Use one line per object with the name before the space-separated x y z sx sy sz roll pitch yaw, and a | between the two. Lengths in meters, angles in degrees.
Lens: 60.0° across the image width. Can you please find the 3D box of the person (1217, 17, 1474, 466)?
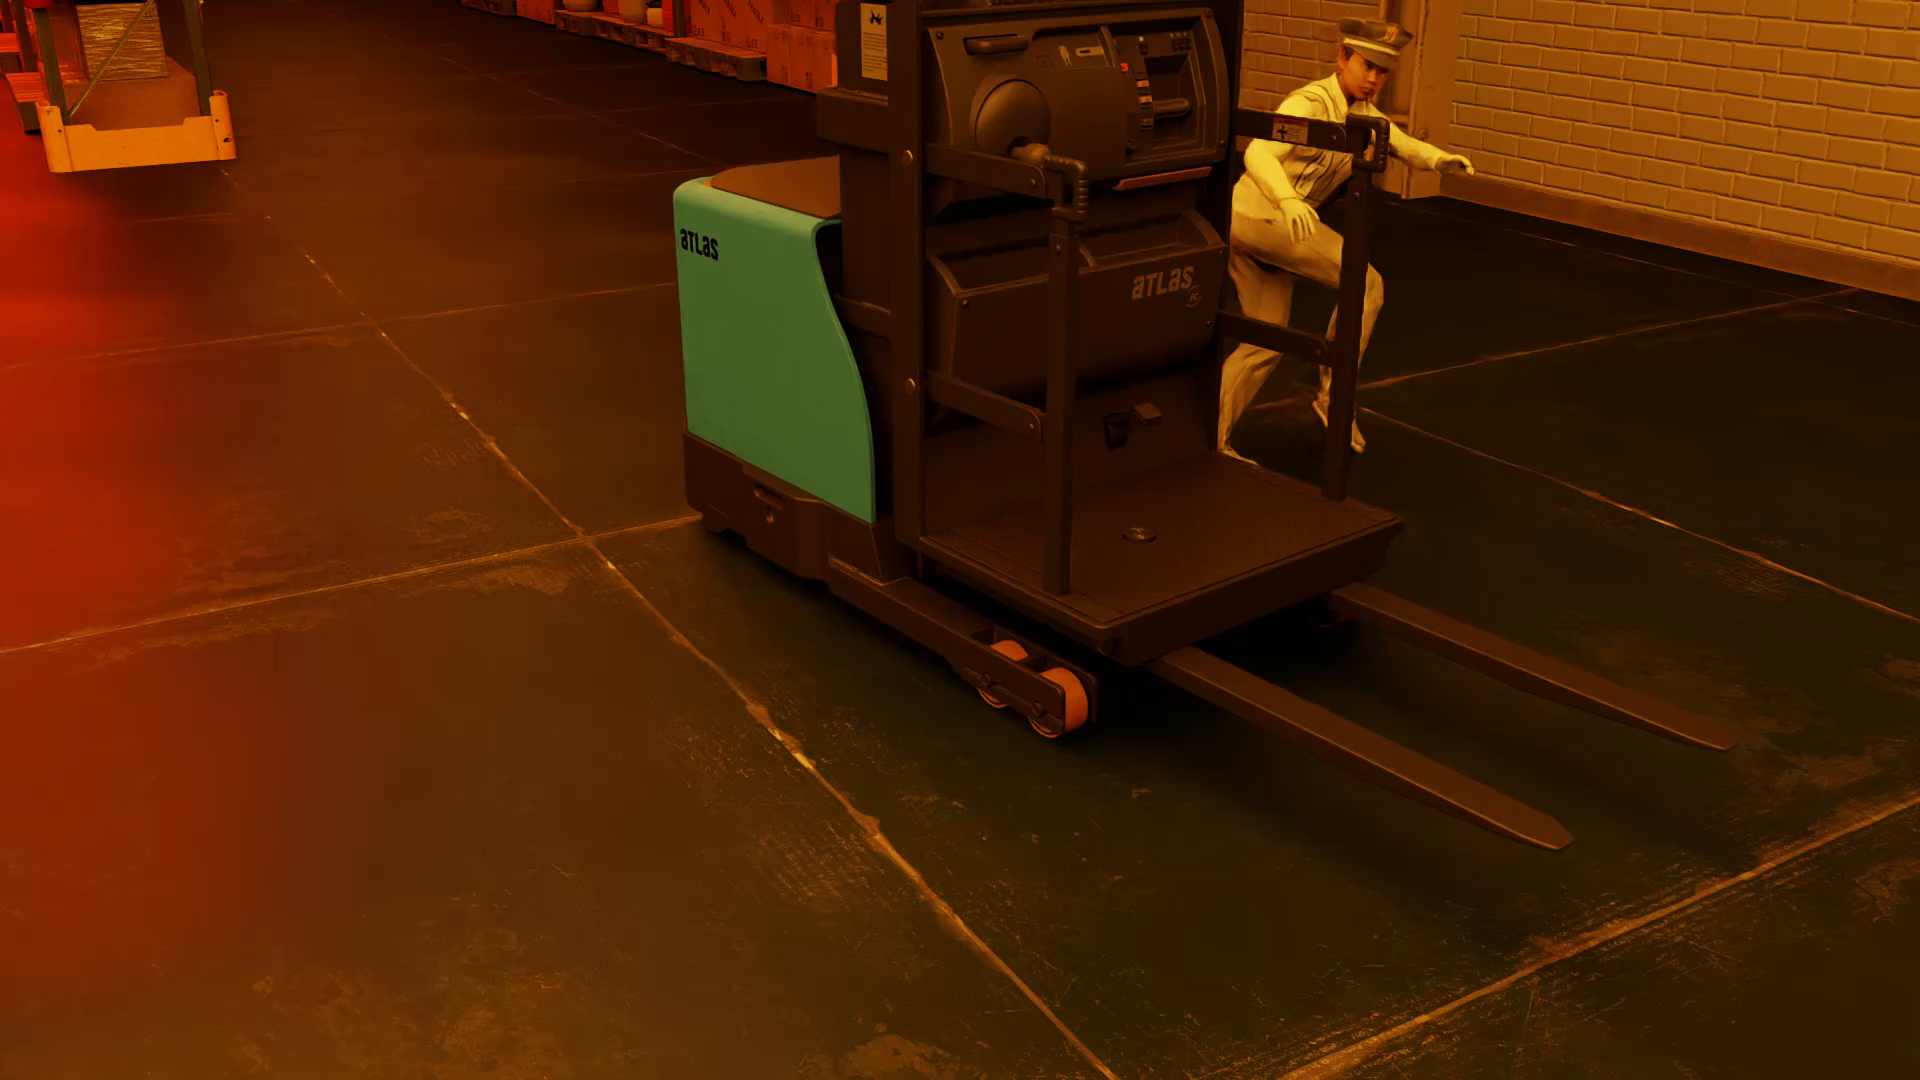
person | 1.246 -0.983 5.570 0.836 1.455 0.915 8 24 19

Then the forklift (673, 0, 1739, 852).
forklift | 0.447 -1.096 3.943 1.130 2.935 3.031 -17 28 -35
